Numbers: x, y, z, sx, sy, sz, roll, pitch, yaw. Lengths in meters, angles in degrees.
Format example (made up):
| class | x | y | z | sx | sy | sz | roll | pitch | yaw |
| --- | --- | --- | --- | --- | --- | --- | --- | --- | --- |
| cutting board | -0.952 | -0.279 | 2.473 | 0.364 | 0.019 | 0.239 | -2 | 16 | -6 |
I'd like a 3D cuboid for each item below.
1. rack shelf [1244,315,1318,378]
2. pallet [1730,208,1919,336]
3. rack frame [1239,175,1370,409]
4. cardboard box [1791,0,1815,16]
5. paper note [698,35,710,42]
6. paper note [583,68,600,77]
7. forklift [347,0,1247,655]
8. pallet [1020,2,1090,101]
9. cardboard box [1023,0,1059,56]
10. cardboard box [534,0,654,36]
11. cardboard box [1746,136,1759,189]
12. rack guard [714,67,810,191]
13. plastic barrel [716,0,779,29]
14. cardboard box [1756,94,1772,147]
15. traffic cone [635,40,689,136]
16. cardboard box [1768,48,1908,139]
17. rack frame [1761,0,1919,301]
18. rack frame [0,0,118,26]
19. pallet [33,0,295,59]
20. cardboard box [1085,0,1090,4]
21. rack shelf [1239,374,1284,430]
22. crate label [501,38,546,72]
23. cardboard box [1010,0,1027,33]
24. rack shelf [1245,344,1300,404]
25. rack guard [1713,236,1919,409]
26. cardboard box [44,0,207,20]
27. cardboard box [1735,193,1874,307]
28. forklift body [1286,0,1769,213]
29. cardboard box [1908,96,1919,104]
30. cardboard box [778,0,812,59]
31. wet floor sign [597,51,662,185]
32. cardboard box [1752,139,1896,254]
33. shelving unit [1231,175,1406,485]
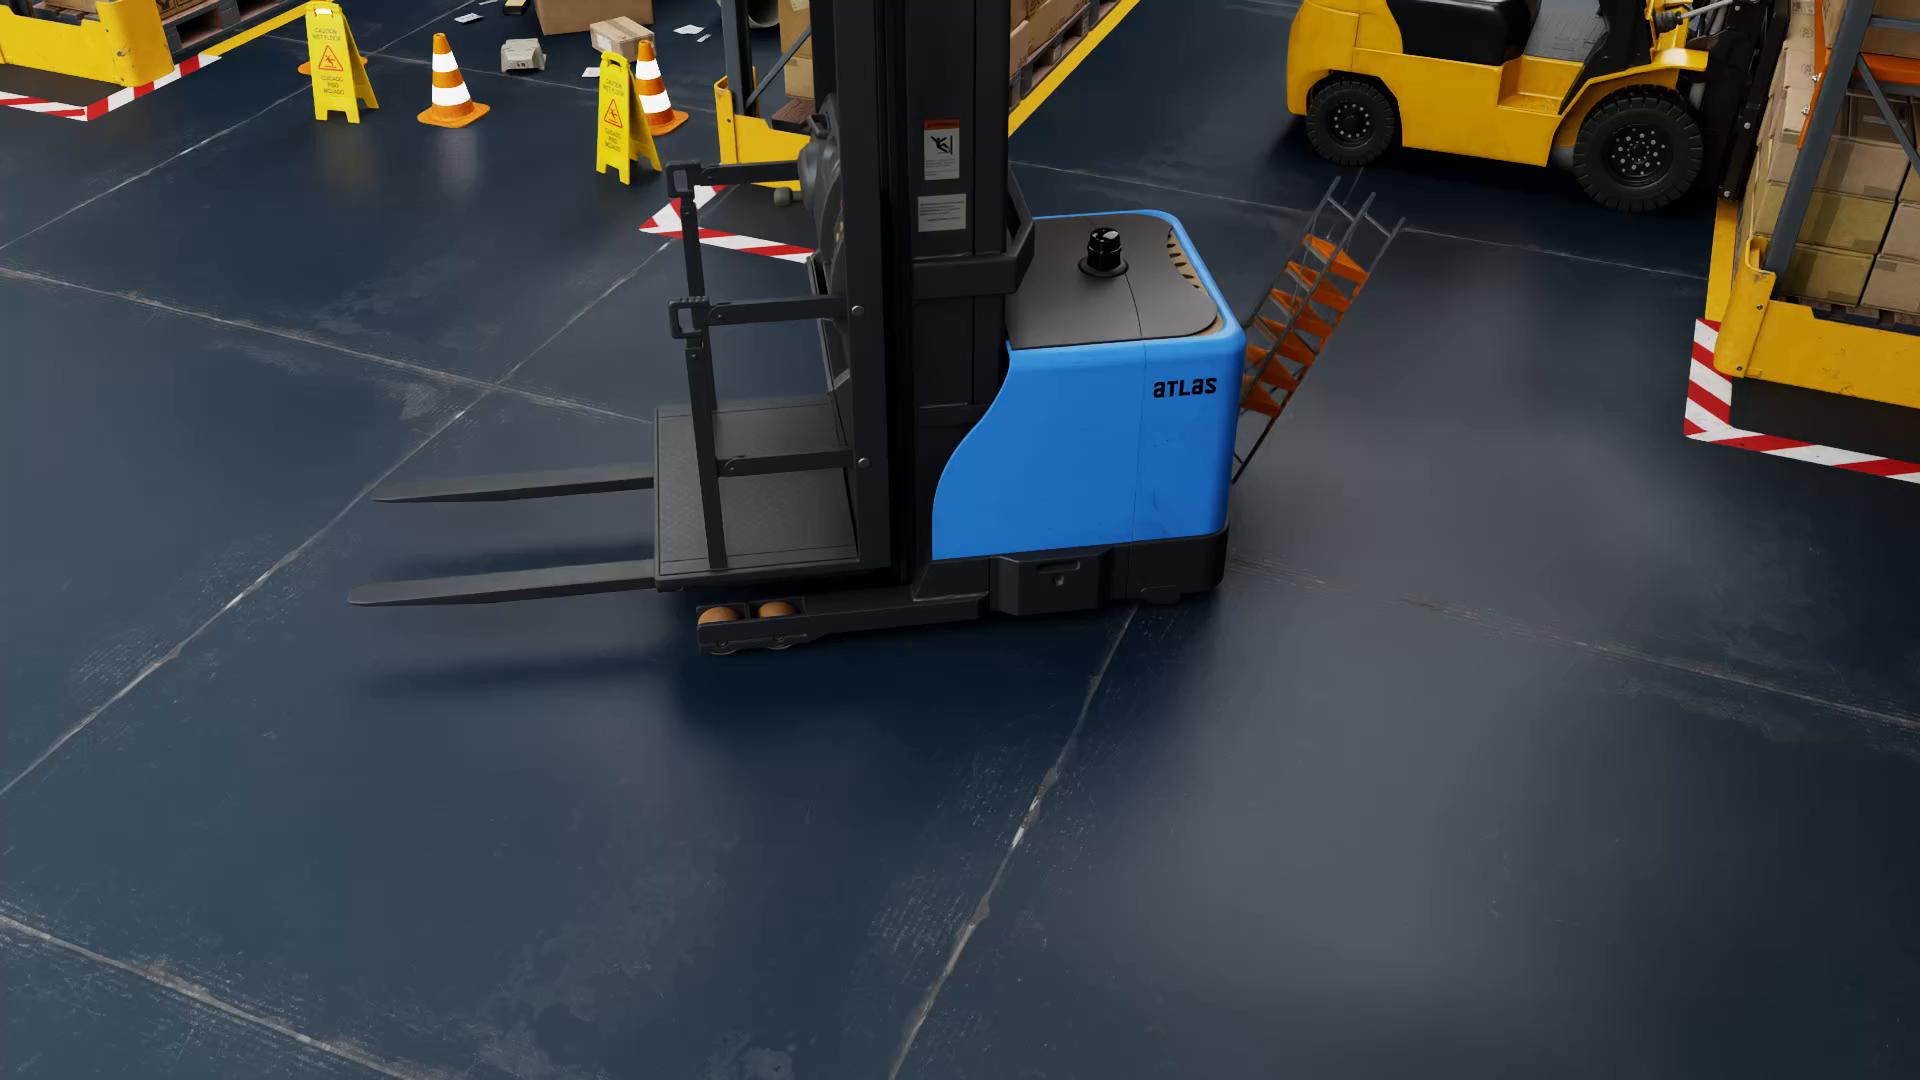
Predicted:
| class | x | y | z | sx | sy | sz | roll | pitch | yaw |
| --- | --- | --- | --- | --- | --- | --- | --- | --- | --- |
| rack shelf | 1.216 | -0.747 | 6.354 | 0.180 | 0.103 | 0.258 | 15 | 28 | -30 |
| pallet | 4.139 | -1.223 | 7.710 | 1.003 | 0.211 | 1.213 | 14 | 39 | 18 |
| rack frame | 1.159 | -0.802 | 6.290 | 0.006 | 1.200 | 0.240 | 15 | 28 | -30 |
| cardboard box | 4.345 | -2.545 | 8.260 | 0.500 | 0.250 | 0.500 | 13 | 39 | 17 |
| paper note | -1.612 | -3.162 | 10.472 | 0.032 | 0.001 | 0.123 | 14 | 39 | 18 |
| paper note | -2.186 | -2.823 | 10.001 | 0.148 | 0.019 | 0.142 | 1 | 37 | 2 |
| forklift | -0.617 | -1.118 | 5.298 | 3.031 | 2.935 | 1.130 | -5 | 37 | -7 |
| pallet | 0.132 | -3.075 | 10.188 | 1.003 | 0.211 | 1.213 | 14 | 39 | 18 |
| cardboard box | 0.255 | -3.072 | 9.800 | 0.500 | 0.250 | 0.500 | 16 | 40 | 21 |
| cardboard box | -2.378 | -3.585 | 10.626 | 0.797 | 0.503 | 0.637 | -11 | 38 | -14 |
| cardboard box | 4.170 | -1.854 | 8.171 | 0.500 | 0.250 | 0.500 | 14 | 39 | 18 |
| rack guard | -0.676 | -2.076 | 8.610 | 1.175 | 0.500 | 0.348 | 14 | 39 | 18 |
| plastic barrel | -1.319 | -3.492 | 10.568 | 0.421 | 0.421 | 0.512 | -17 | 40 | -22 |
| cardboard box | 4.161 | -2.080 | 8.056 | 0.500 | 0.250 | 0.500 | 13 | 39 | 17 |
| traffic cone | -1.734 | -2.551 | 9.277 | 0.336 | 0.463 | 0.334 | 14 | 39 | 18 |
| cardboard box | 3.963 | -1.984 | 7.510 | 0.500 | 0.250 | 0.500 | 15 | 39 | 19 |
| rack frame | 3.887 | -1.907 | 6.296 | 1.000 | 3.000 | 0.127 | 14 | 39 | 18 |
| rack frame | -5.321 | -4.107 | 9.239 | 1.000 | 3.000 | 0.127 | 14 | 39 | 18 |
| pallet | -5.089 | -3.451 | 10.690 | 1.003 | 0.211 | 1.213 | 14 | 39 | 18 |
| cardboard box | 0.647 | -3.631 | 10.549 | 0.500 | 0.250 | 0.500 | 13 | 39 | 17 |
| rack shelf | 1.107 | -0.557 | 6.452 | 0.180 | 0.103 | 0.258 | 15 | 28 | -30 |
| crate label | -2.648 | -2.935 | 10.062 | 0.250 | 0.136 | 0.298 | -5 | 37 | -6 |
| cardboard box | 0.061 | -3.090 | 9.198 | 0.500 | 0.500 | 0.500 | 12 | 39 | 16 |
| rack shelf | 1.161 | -0.652 | 6.403 | 0.180 | 0.103 | 0.258 | 15 | 28 | -30 |
| rack guard | 3.878 | -0.892 | 7.026 | 1.175 | 0.500 | 0.348 | 14 | 39 | 18 |
| cardboard box | -5.124 | -3.815 | 10.272 | 0.875 | 0.875 | 0.875 | 14 | 39 | 18 |
| cardboard box | 3.774 | -1.306 | 7.437 | 0.500 | 0.250 | 0.500 | 14 | 39 | 18 |
| forklift body | 2.921 | -3.032 | 8.510 | 2.313 | 2.155 | 1.214 | 14 | 39 | 18 |
| cardboard box | 4.432 | -1.875 | 7.363 | 0.500 | 0.250 | 0.500 | 14 | 39 | 18 |
| cardboard box | -0.641 | -2.906 | 8.951 | 0.500 | 0.500 | 0.500 | 14 | 39 | 18 |
| wet floor sign | -1.767 | -2.231 | 8.696 | 0.267 | 0.644 | 0.232 | 29 | 45 | 33 |
| cardboard box | 3.783 | -1.515 | 7.299 | 0.500 | 0.250 | 0.500 | 13 | 39 | 17 |
| shelving unit | 1.236 | -0.782 | 6.336 | 0.189 | 1.200 | 0.258 | 15 | 28 | -30 |
